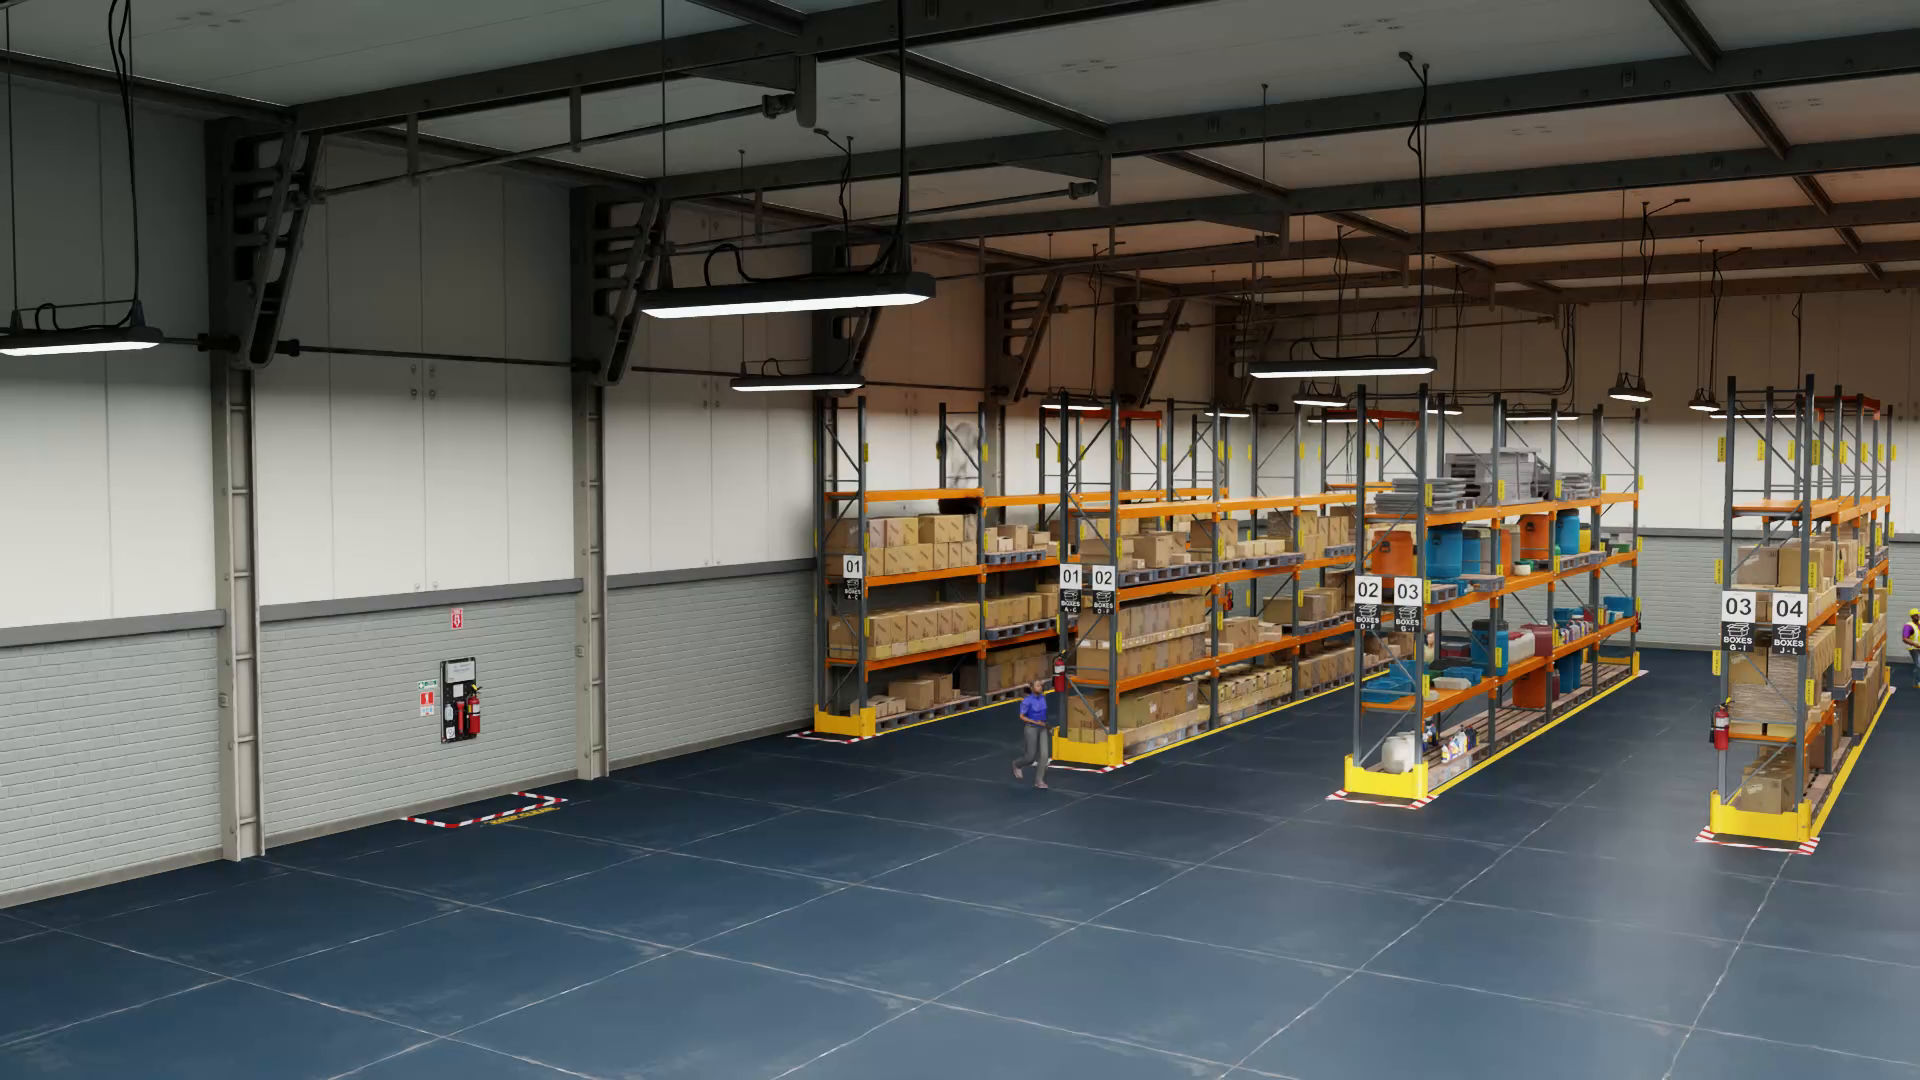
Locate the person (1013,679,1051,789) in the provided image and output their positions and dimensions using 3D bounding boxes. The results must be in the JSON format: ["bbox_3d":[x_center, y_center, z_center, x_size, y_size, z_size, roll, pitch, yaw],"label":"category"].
[{"bbox_3d":[1.113,2.880,24.913,0.576,1.619,0.706,-2,4,-38],"label":"person"}]

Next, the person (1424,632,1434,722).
[{"bbox_3d":[8.816,2.537,31.117,0.588,1.643,0.898,2,4,32],"label":"person"}]

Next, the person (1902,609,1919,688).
[{"bbox_3d":[20.219,2.298,35.075,0.714,1.709,0.563,-1,3,-10],"label":"person"}]
